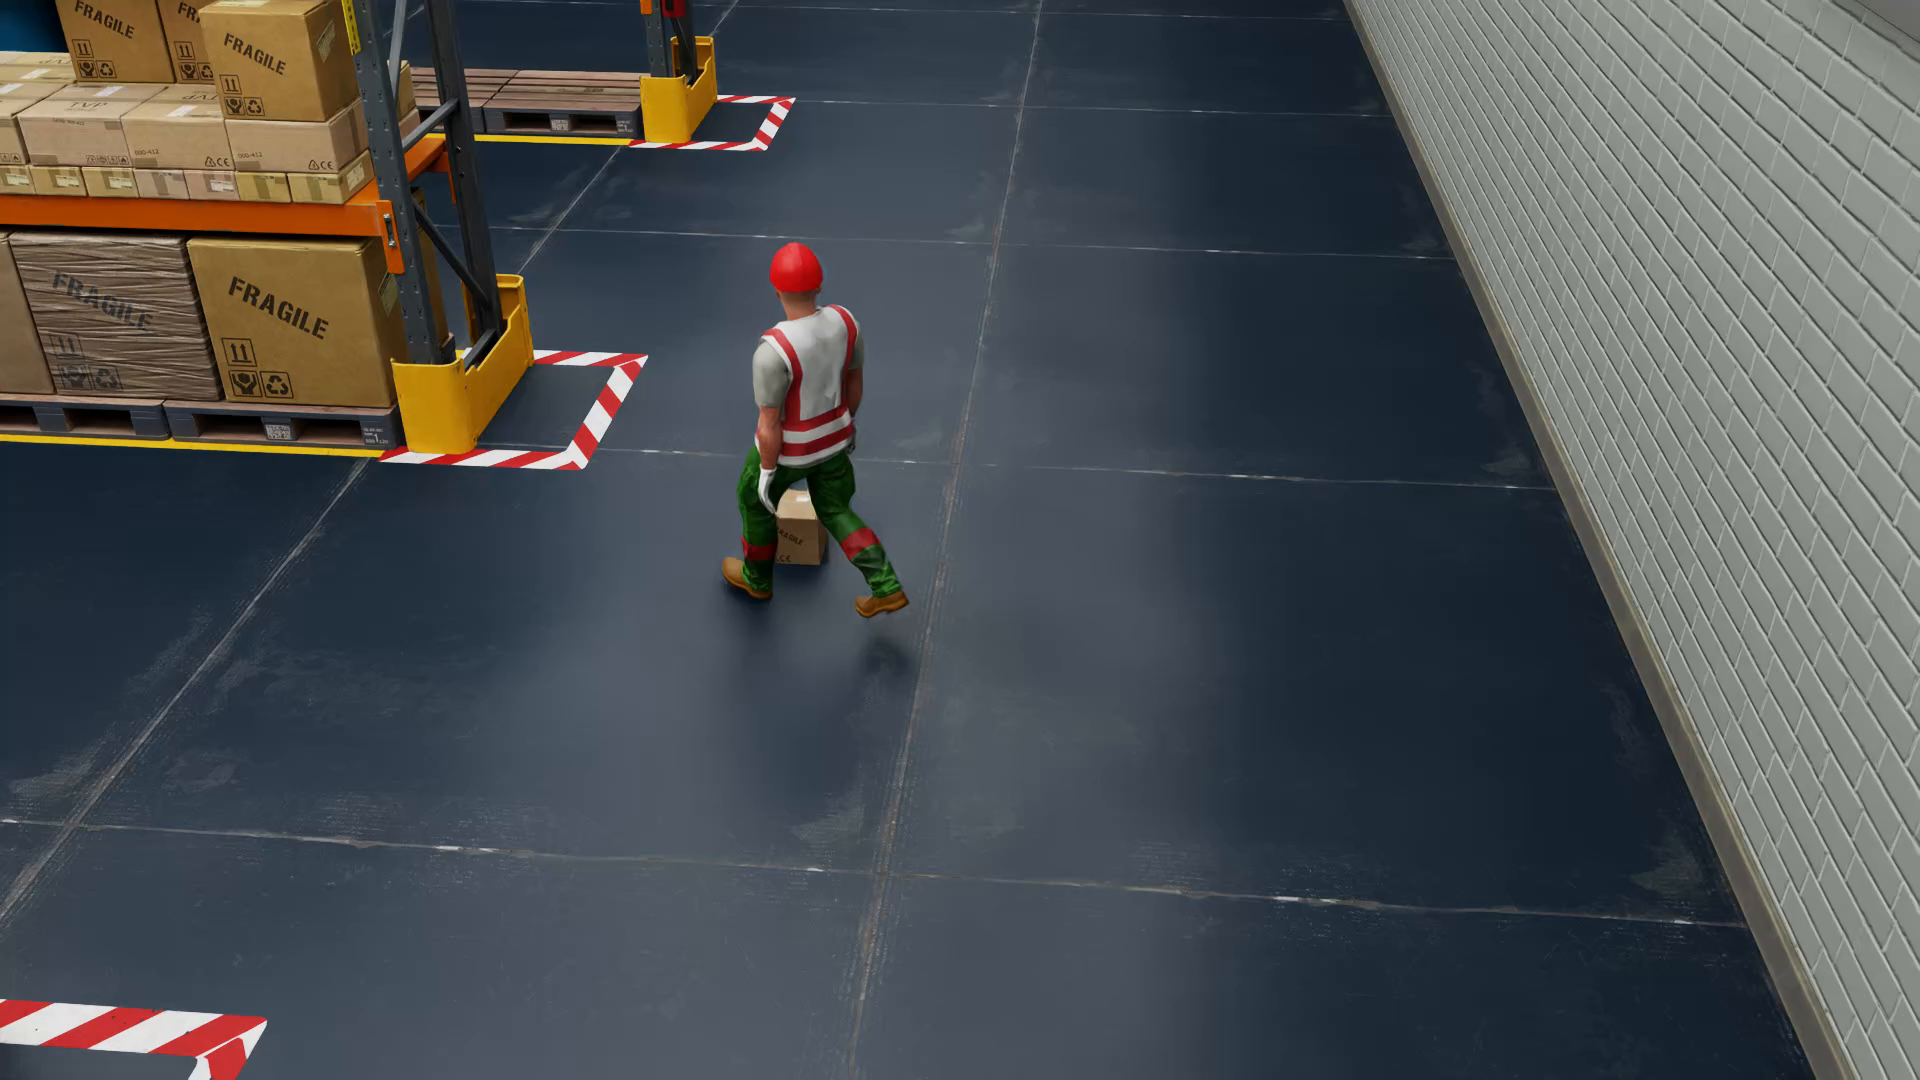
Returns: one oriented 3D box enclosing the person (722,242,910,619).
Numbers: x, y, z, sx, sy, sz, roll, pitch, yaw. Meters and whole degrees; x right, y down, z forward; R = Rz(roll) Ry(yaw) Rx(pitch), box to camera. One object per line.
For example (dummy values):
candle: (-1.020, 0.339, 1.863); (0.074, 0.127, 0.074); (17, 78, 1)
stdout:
person: (-0.664, -0.425, 6.836); (0.573, 1.738, 0.975); (-24, 39, -34)
